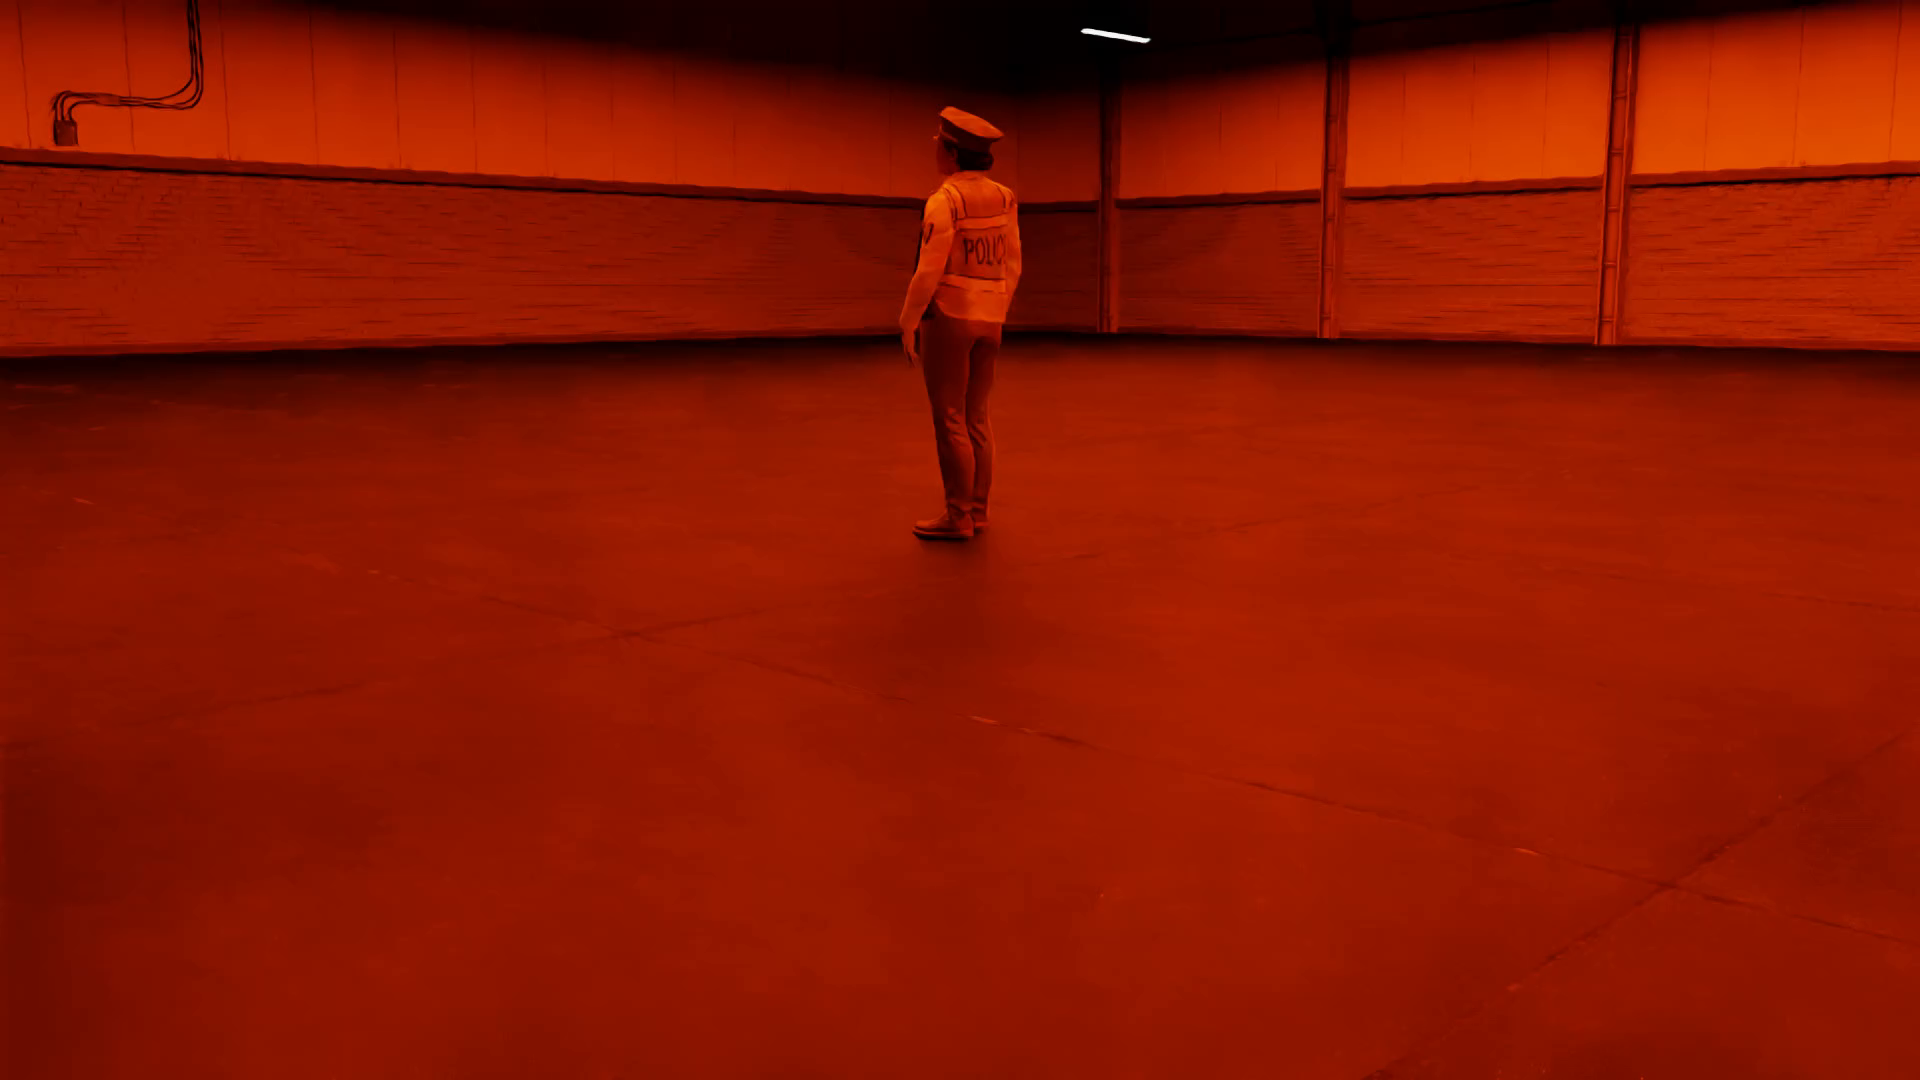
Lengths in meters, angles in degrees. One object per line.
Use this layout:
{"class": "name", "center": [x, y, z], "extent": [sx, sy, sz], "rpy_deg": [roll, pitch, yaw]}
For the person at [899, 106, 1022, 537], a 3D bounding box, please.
{"class": "person", "center": [-0.044, -0.853, 6.642], "extent": [0.533, 1.695, 0.586], "rpy_deg": [8, 12, 43]}
